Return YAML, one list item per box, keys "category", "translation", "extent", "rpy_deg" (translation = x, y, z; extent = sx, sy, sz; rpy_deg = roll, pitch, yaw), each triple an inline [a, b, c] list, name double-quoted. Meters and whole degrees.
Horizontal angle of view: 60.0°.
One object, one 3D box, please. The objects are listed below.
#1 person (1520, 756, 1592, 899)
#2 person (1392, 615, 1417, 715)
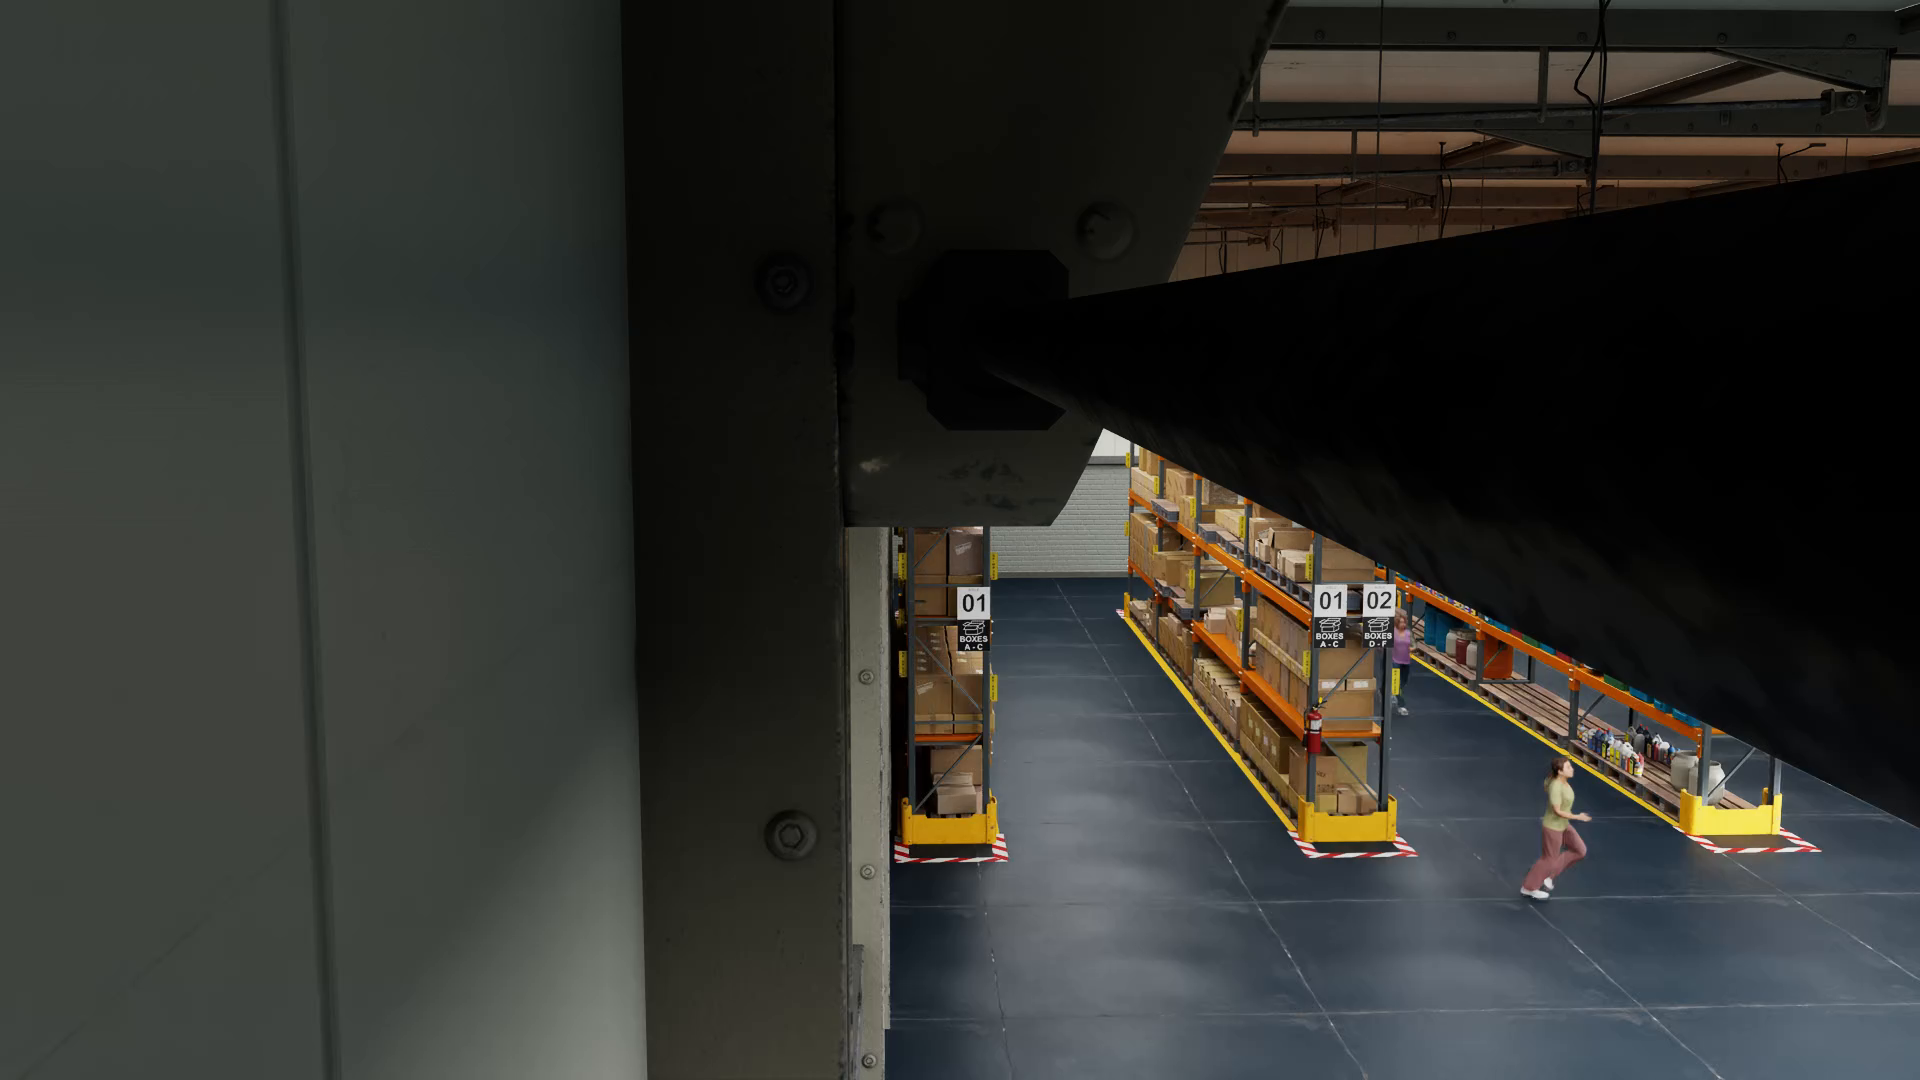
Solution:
- category: "person"
  translation: [6.611, 3.172, 18.382]
  extent: [0.716, 1.622, 0.596]
  rpy_deg: [4, 9, 31]
- category: "person"
  translation: [7.233, 2.023, 27.375]
  extent: [0.538, 1.582, 0.893]
  rpy_deg: [-1, 7, -9]
